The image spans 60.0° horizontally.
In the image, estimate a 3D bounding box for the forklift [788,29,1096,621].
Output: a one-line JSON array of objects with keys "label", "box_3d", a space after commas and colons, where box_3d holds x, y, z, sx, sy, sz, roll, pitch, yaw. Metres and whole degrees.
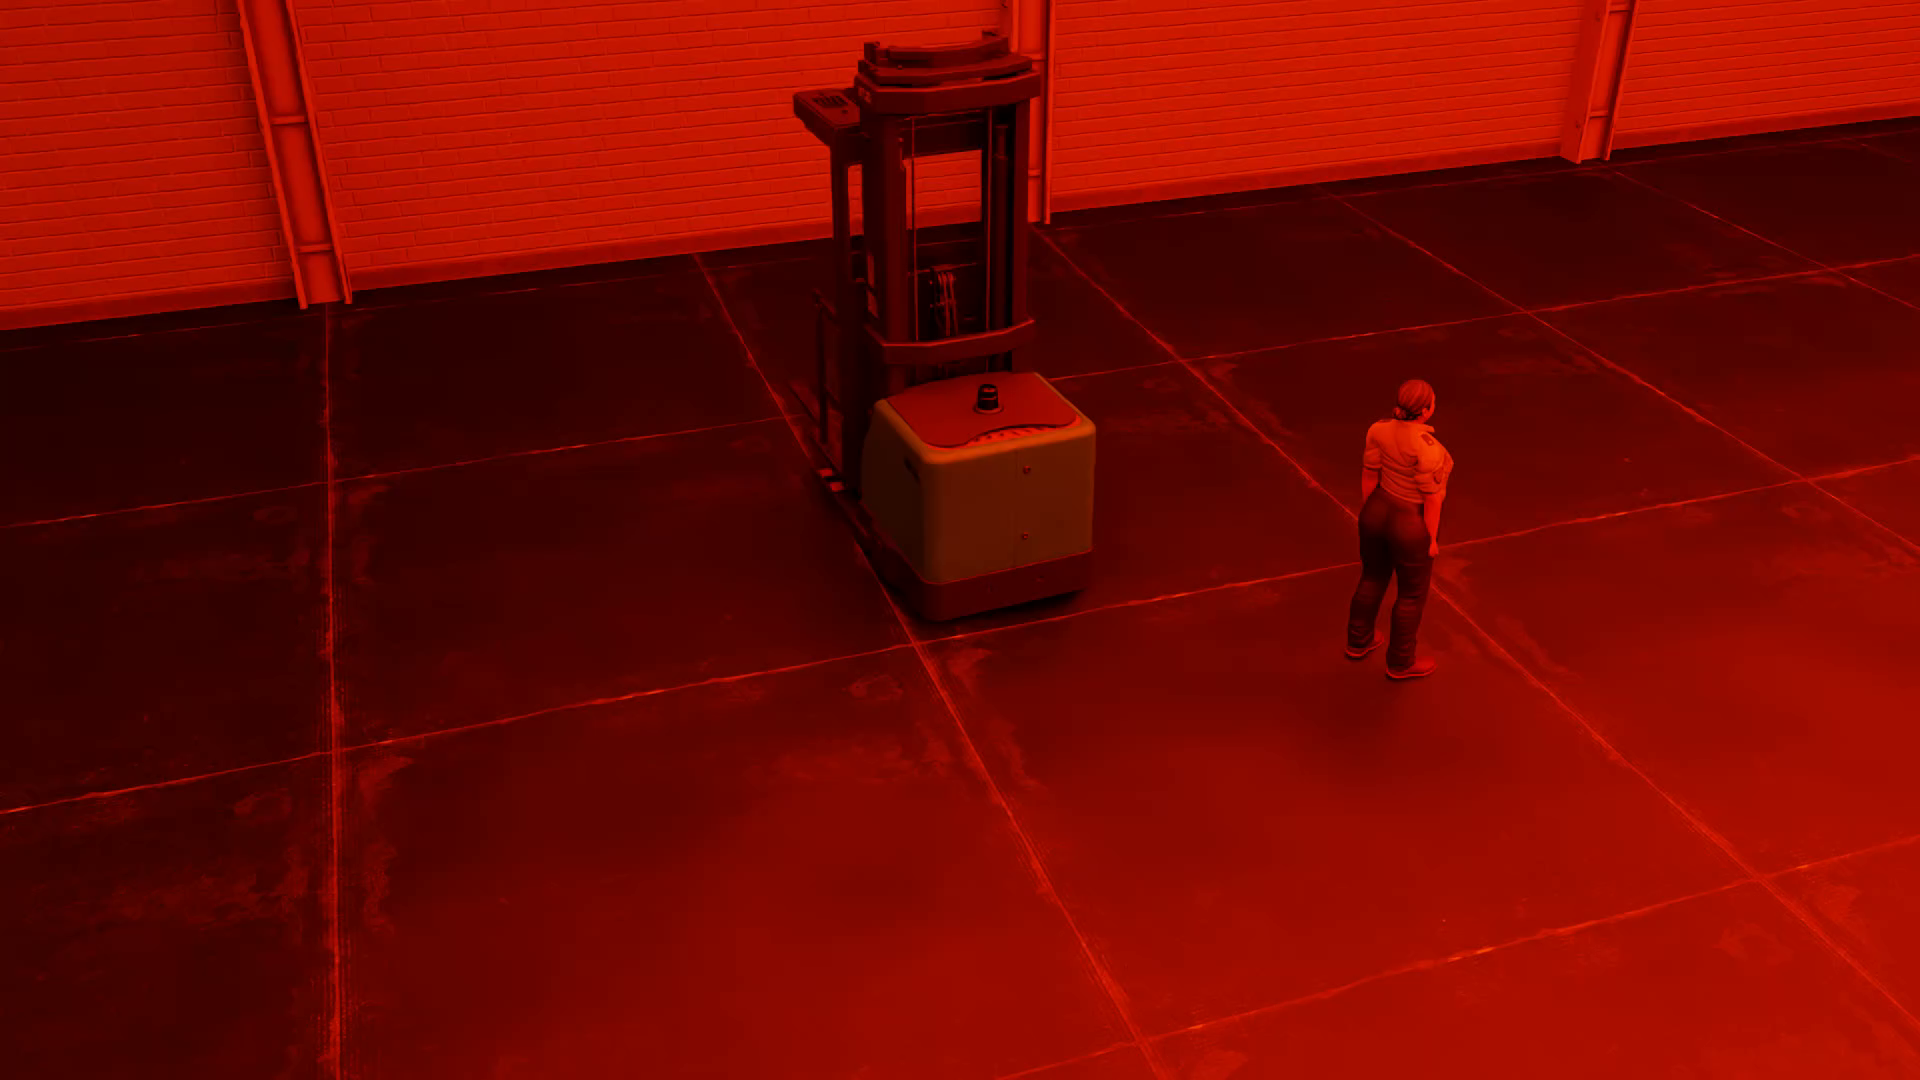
[{"label": "forklift", "box_3d": [-0.286, -1.543, 9.768, 1.130, 2.935, 3.031, -12, 32, -20]}]

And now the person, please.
[{"label": "person", "box_3d": [2.264, -0.066, 8.496, 0.359, 1.650, 0.481, -22, 36, -33]}]
